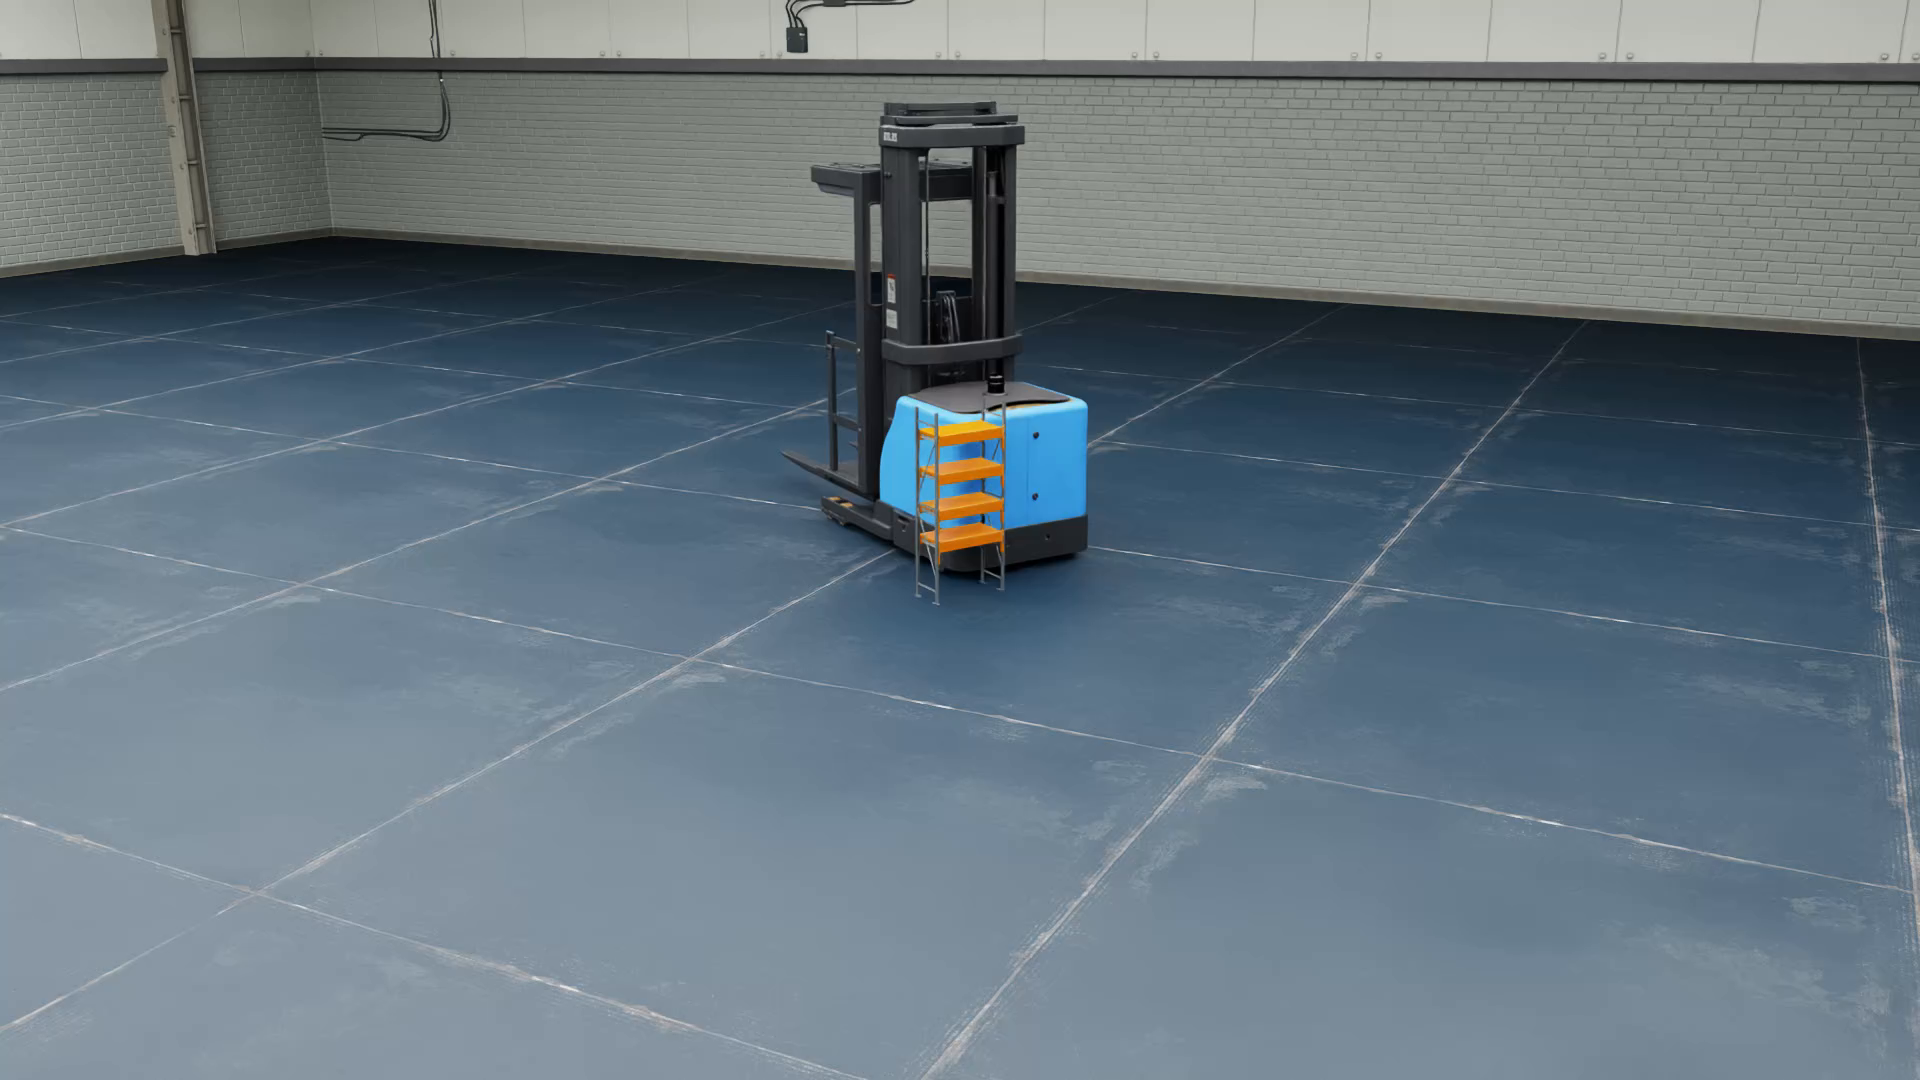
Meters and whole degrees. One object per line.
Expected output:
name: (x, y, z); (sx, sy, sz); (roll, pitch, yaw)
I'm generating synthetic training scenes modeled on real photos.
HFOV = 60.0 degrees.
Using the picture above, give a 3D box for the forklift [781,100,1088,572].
forklift: (-0.344, -1.567, 11.653); (1.130, 2.935, 3.031); (-10, 19, -30)

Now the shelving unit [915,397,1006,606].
shelving unit: (0.003, -0.241, 10.227); (0.503, 1.200, 0.258); (-11, 20, -32)

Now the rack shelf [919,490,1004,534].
rack shelf: (0.003, -0.176, 10.246); (0.480, 0.148, 0.258); (-11, 20, -32)

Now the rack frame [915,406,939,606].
rack frame: (-0.200, -0.202, 10.098); (0.015, 1.200, 0.240); (-11, 20, -32)

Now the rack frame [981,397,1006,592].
rack frame: (0.207, -0.279, 10.356); (0.015, 1.200, 0.240); (-11, 20, -32)

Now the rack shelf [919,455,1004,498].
rack shelf: (0.003, -0.390, 10.182); (0.480, 0.148, 0.258); (-11, 20, -32)

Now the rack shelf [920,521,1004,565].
rack shelf: (0.003, 0.014, 10.303); (0.480, 0.148, 0.258); (-11, 20, -32)

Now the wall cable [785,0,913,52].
wall cable: (-1.543, -10.038, 23.542); (2.305, 6.003, 0.169); (8, 18, 25)

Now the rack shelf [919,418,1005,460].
rack shelf: (0.003, -0.617, 10.115); (0.480, 0.148, 0.258); (-11, 20, -32)

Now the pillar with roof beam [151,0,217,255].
pillar with roof beam: (-8.677, -8.490, 24.303); (9.100, 9.000, 0.400); (8, 18, 25)

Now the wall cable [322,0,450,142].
wall cable: (-10.029, -8.131, 28.549); (3.097, 2.526, 0.112); (8, 18, 25)
